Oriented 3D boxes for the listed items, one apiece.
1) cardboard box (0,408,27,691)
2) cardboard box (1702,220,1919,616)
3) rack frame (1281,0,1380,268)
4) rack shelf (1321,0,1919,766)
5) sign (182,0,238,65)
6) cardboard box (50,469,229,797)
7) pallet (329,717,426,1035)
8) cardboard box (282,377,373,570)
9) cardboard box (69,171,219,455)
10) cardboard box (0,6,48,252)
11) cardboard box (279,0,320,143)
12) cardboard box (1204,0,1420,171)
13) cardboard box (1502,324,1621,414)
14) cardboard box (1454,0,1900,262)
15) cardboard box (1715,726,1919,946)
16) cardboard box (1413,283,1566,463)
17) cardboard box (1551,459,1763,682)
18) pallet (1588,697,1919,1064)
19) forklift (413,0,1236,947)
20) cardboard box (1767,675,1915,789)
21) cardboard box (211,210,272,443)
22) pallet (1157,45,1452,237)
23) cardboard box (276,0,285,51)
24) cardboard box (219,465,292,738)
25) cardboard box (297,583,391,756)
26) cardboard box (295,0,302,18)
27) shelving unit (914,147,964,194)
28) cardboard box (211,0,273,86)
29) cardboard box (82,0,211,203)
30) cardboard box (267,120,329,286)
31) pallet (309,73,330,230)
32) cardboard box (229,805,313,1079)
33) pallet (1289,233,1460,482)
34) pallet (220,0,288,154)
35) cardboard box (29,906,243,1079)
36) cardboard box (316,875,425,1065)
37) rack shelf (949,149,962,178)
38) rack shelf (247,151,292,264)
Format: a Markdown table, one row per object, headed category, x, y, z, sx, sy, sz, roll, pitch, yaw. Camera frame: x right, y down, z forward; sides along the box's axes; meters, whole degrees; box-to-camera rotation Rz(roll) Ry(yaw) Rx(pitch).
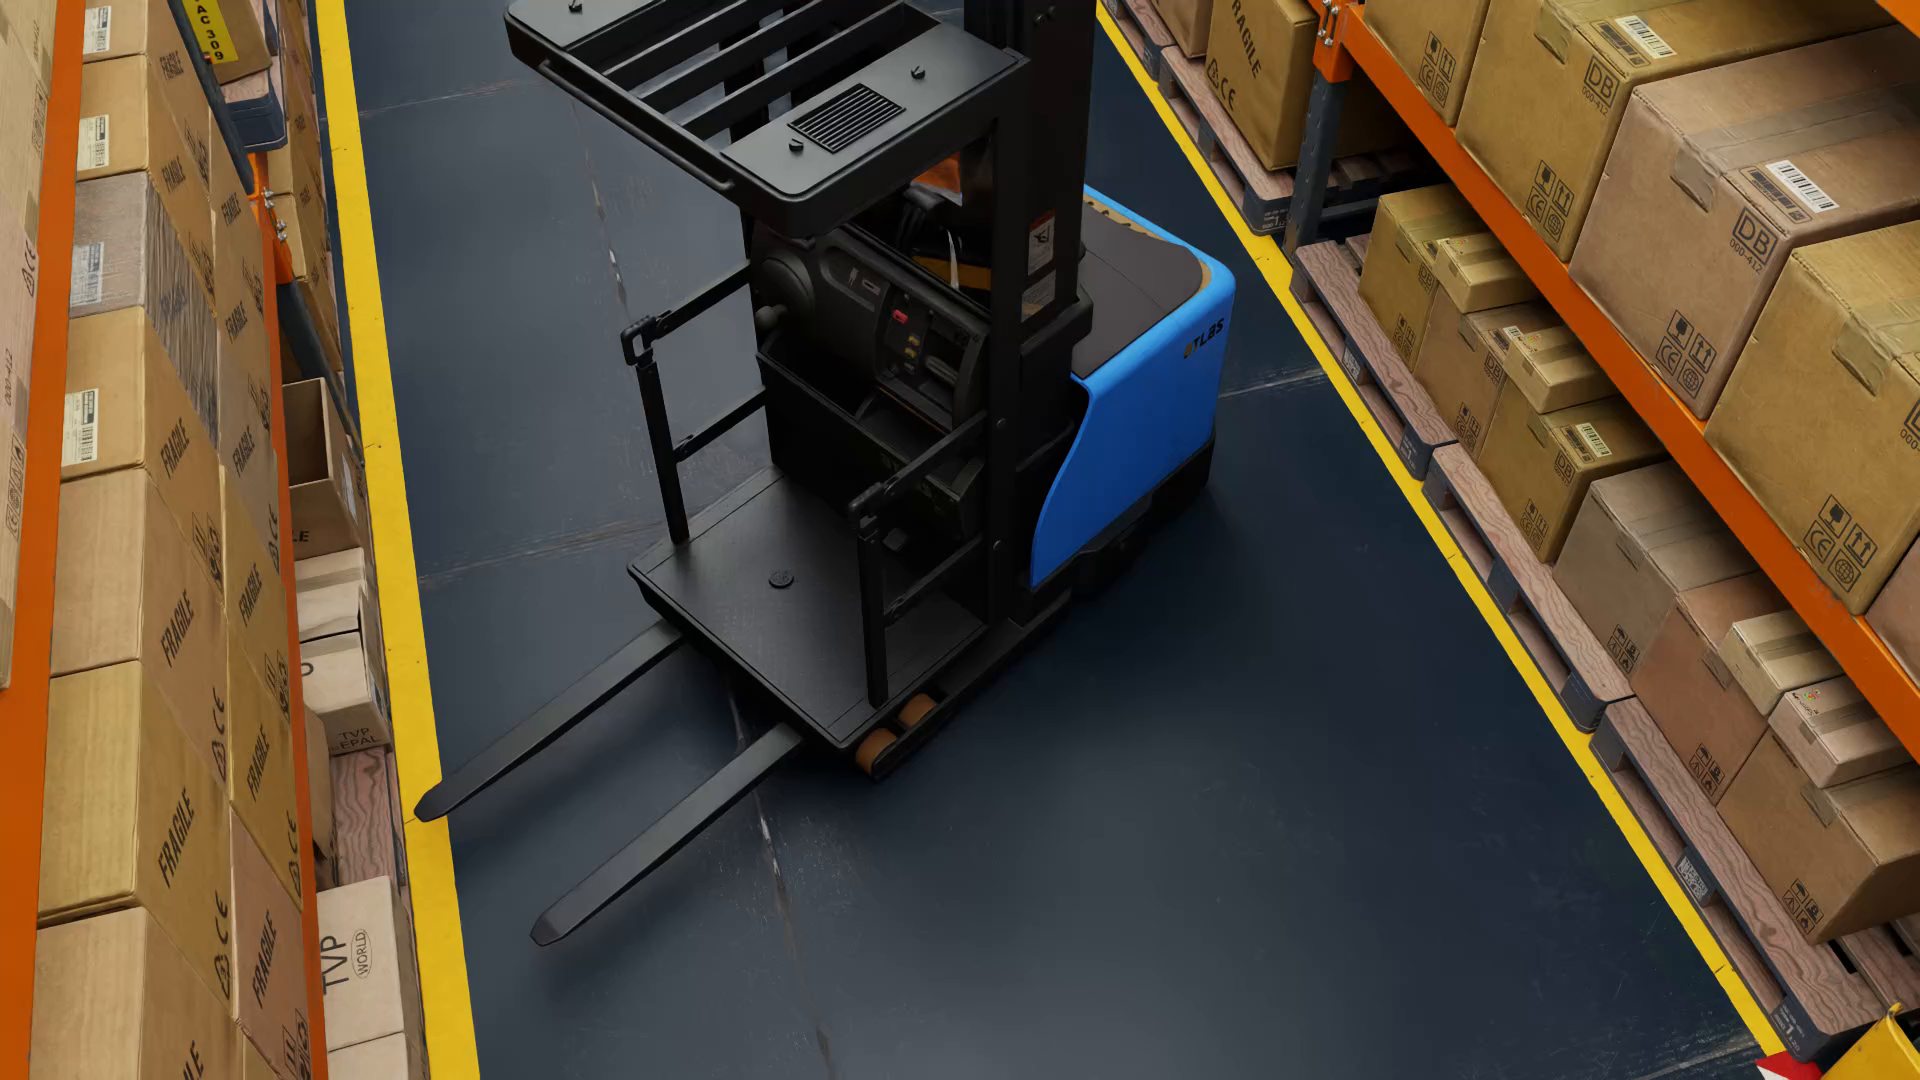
| category | x | y | z | sx | sy | sz | roll | pitch | yaw |
| --- | --- | --- | --- | --- | --- | --- | --- | --- | --- |
| cardboard box | -1.682 | 0.013 | 2.413 | 0.500 | 0.250 | 0.500 | -13 | 51 | -11 |
| cardboard box | 2.707 | -0.386 | 4.418 | 0.980 | 0.700 | 0.700 | -14 | 51 | -11 |
| rack frame | 1.910 | -2.312 | 6.237 | 1.000 | 3.000 | 0.127 | -13 | 51 | -11 |
| rack shelf | 2.502 | -0.619 | 5.281 | 1.077 | 0.370 | 4.000 | -13 | 51 | -11 |
| sign | -2.304 | -1.597 | 5.068 | 0.100 | 0.325 | 0.005 | -13 | 51 | -11 |
| cardboard box | -1.822 | 0.247 | 3.360 | 0.500 | 0.500 | 0.500 | -13 | 51 | -10 |
| pallet | -2.254 | 1.104 | 5.181 | 1.003 | 0.211 | 1.213 | -13 | 51 | -11 |
| cardboard box | -2.381 | -0.173 | 5.781 | 0.500 | 0.500 | 0.500 | -13 | 51 | -11 |
| cardboard box | -2.121 | -0.491 | 3.983 | 0.500 | 0.500 | 0.500 | -13 | 51 | -11 |
| cardboard box | -1.986 | -0.716 | 3.028 | 0.500 | 0.250 | 0.500 | -13 | 51 | -11 |
| cardboard box | -3.189 | -2.057 | 7.369 | 0.500 | 0.500 | 0.500 | -15 | 52 | -12 |
| cardboard box | 1.594 | -2.200 | 7.274 | 0.750 | 0.750 | 0.750 | -13 | 51 | -11 |
| cardboard box | 2.115 | -0.609 | 5.737 | 0.380 | 0.149 | 0.250 | -15 | 51 | -12 |
| cardboard box | 2.266 | -1.474 | 5.335 | 0.980 | 0.700 | 0.700 | -14 | 51 | -12 |
| cardboard box | 2.791 | 0.791 | 4.981 | 0.700 | 0.500 | 0.500 | -13 | 51 | -11 |
| cardboard box | 2.179 | -0.705 | 6.242 | 0.700 | 0.500 | 0.500 | -14 | 51 | -11 |
| cardboard box | 2.493 | 0.059 | 5.599 | 0.700 | 0.500 | 0.500 | -15 | 51 | -12 |
| pallet | 2.782 | 0.942 | 5.318 | 1.003 | 0.211 | 1.213 | -13 | 51 | -11 |
| forklift | -0.433 | -0.602 | 4.840 | 1.130 | 2.935 | 3.031 | 36 | 59 | 27 |
| cardboard box | 2.579 | 0.530 | 4.778 | 0.380 | 0.149 | 0.250 | -14 | 51 | -11 |
| cardboard box | -2.274 | -0.538 | 4.676 | 0.500 | 0.500 | 0.500 | -12 | 51 | -10 |
| pallet | 1.610 | -1.960 | 7.764 | 1.003 | 0.211 | 1.213 | -13 | 51 | -11 |
| cardboard box | -3.175 | -2.272 | 7.060 | 0.500 | 0.250 | 0.500 | -14 | 51 | -12 |
| cardboard box | -1.967 | 0.208 | 4.047 | 0.500 | 0.500 | 0.500 | -13 | 51 | -10 |
| cardboard box | -2.159 | 0.435 | 5.392 | 0.500 | 0.311 | 0.500 | -13 | 51 | -11 |
| cardboard box | -3.503 | -2.817 | 8.010 | 0.500 | 0.500 | 0.500 | -12 | 51 | -10 |
| shelving unit | -0.127 | -1.319 | 6.577 | 0.503 | 1.200 | 0.258 | 27 | 55 | 21 |
| cardboard box | -2.747 | -1.753 | 5.426 | 0.700 | 0.500 | 0.500 | -30 | 56 | -23 |
| cardboard box | -2.424 | -1.233 | 4.608 | 0.500 | 0.500 | 0.500 | -13 | 51 | -11 |
| cardboard box | -2.899 | -1.321 | 6.749 | 0.500 | 0.500 | 0.500 | -13 | 51 | -10 |
| pallet | -3.462 | -1.769 | 7.603 | 1.003 | 0.211 | 1.213 | -13 | 51 | -11 |
| cardboard box | -1.675 | 0.941 | 3.430 | 0.500 | 0.500 | 0.500 | -14 | 51 | -11 |
| pallet | 2.061 | -0.840 | 6.820 | 1.003 | 0.211 | 1.213 | -13 | 51 | -11 |
| pallet | -2.953 | -1.736 | 5.877 | 1.003 | 0.211 | 1.213 | -13 | 51 | -11 |
| cardboard box | -1.517 | 0.994 | 2.731 | 0.500 | 0.500 | 0.500 | -12 | 51 | -10 |
| cardboard box | -1.823 | 1.285 | 4.715 | 0.500 | 0.250 | 0.500 | -13 | 51 | -11 |
| rack shelf | -0.127 | -1.572 | 6.276 | 0.480 | 0.148 | 0.258 | 27 | 55 | 21 |
| rack shelf | -3.412 | -2.418 | 6.797 | 1.077 | 0.370 | 4.000 | -13 | 51 | -11 |
